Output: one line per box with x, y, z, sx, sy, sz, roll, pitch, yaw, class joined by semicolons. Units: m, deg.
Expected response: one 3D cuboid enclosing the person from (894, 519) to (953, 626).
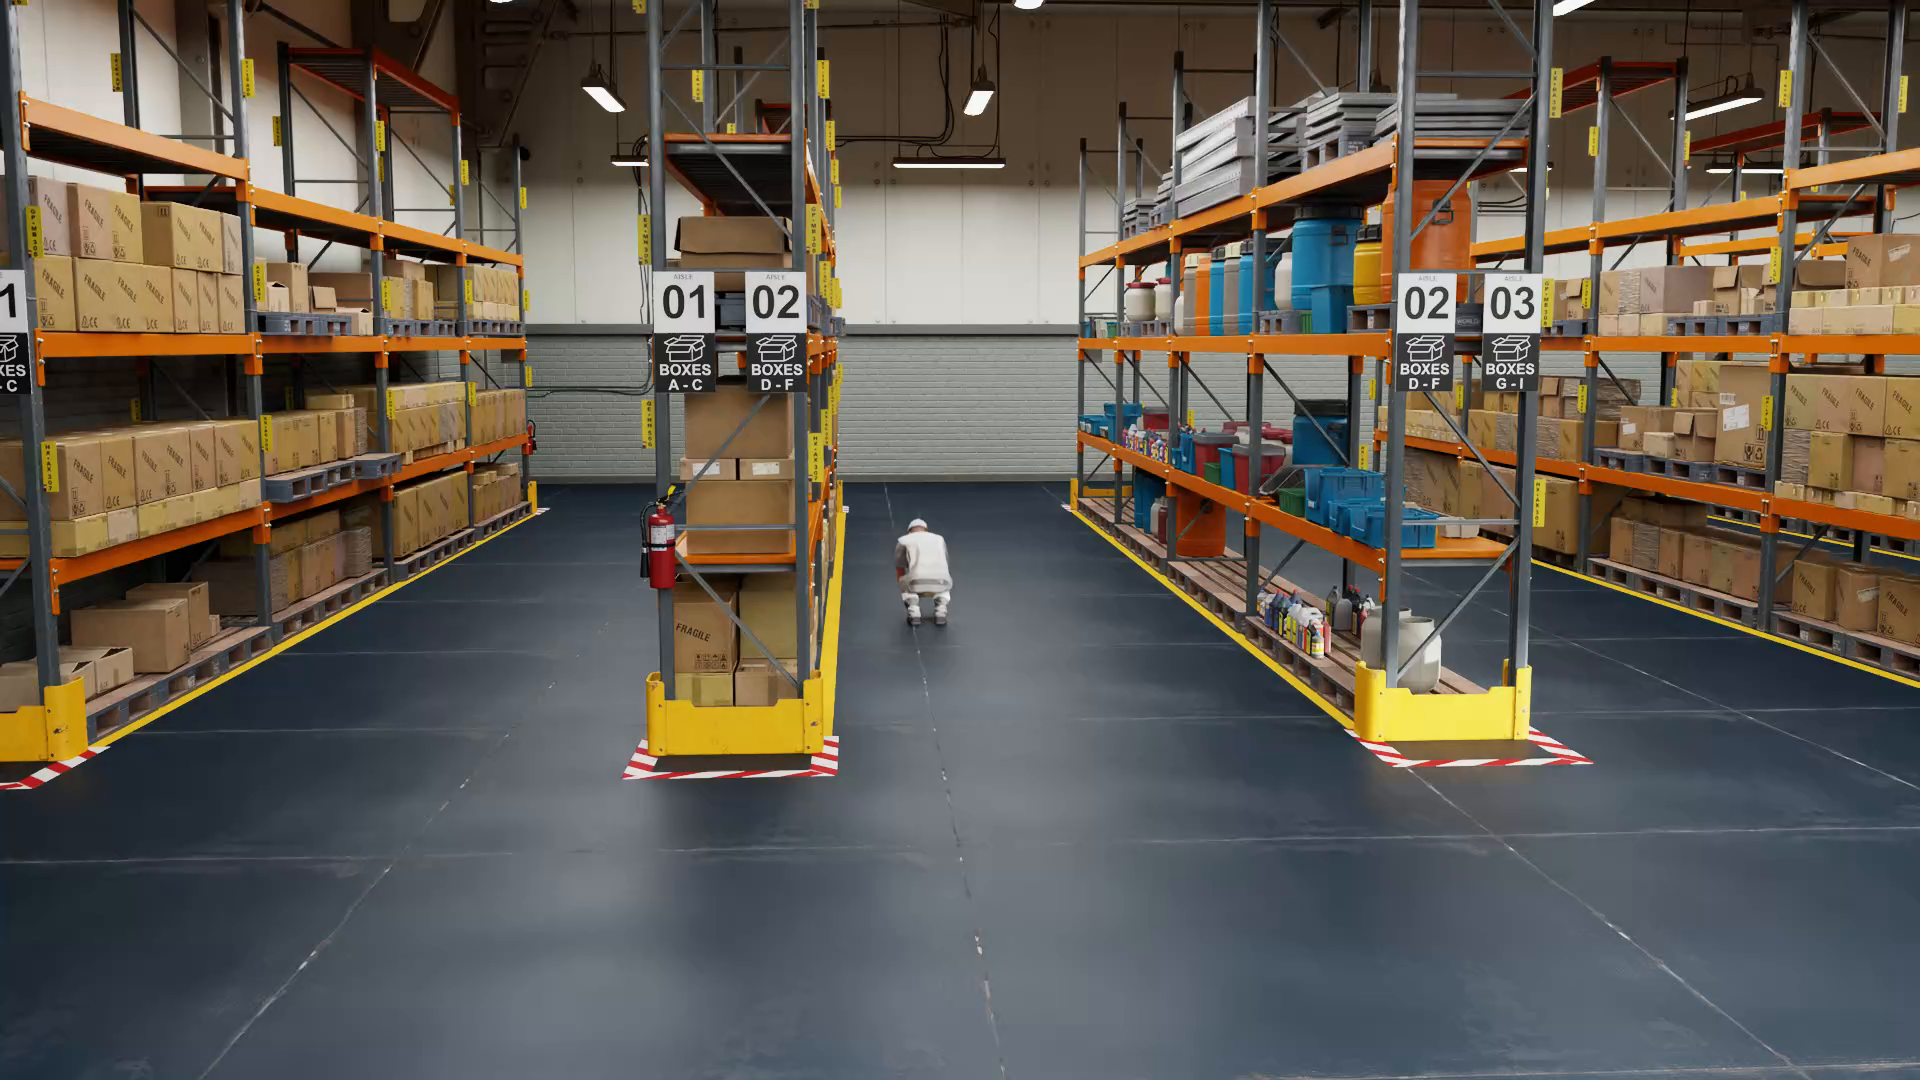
-0.360;0.312;16.413;0.574;0.993;0.889;-1;7;-4;person
